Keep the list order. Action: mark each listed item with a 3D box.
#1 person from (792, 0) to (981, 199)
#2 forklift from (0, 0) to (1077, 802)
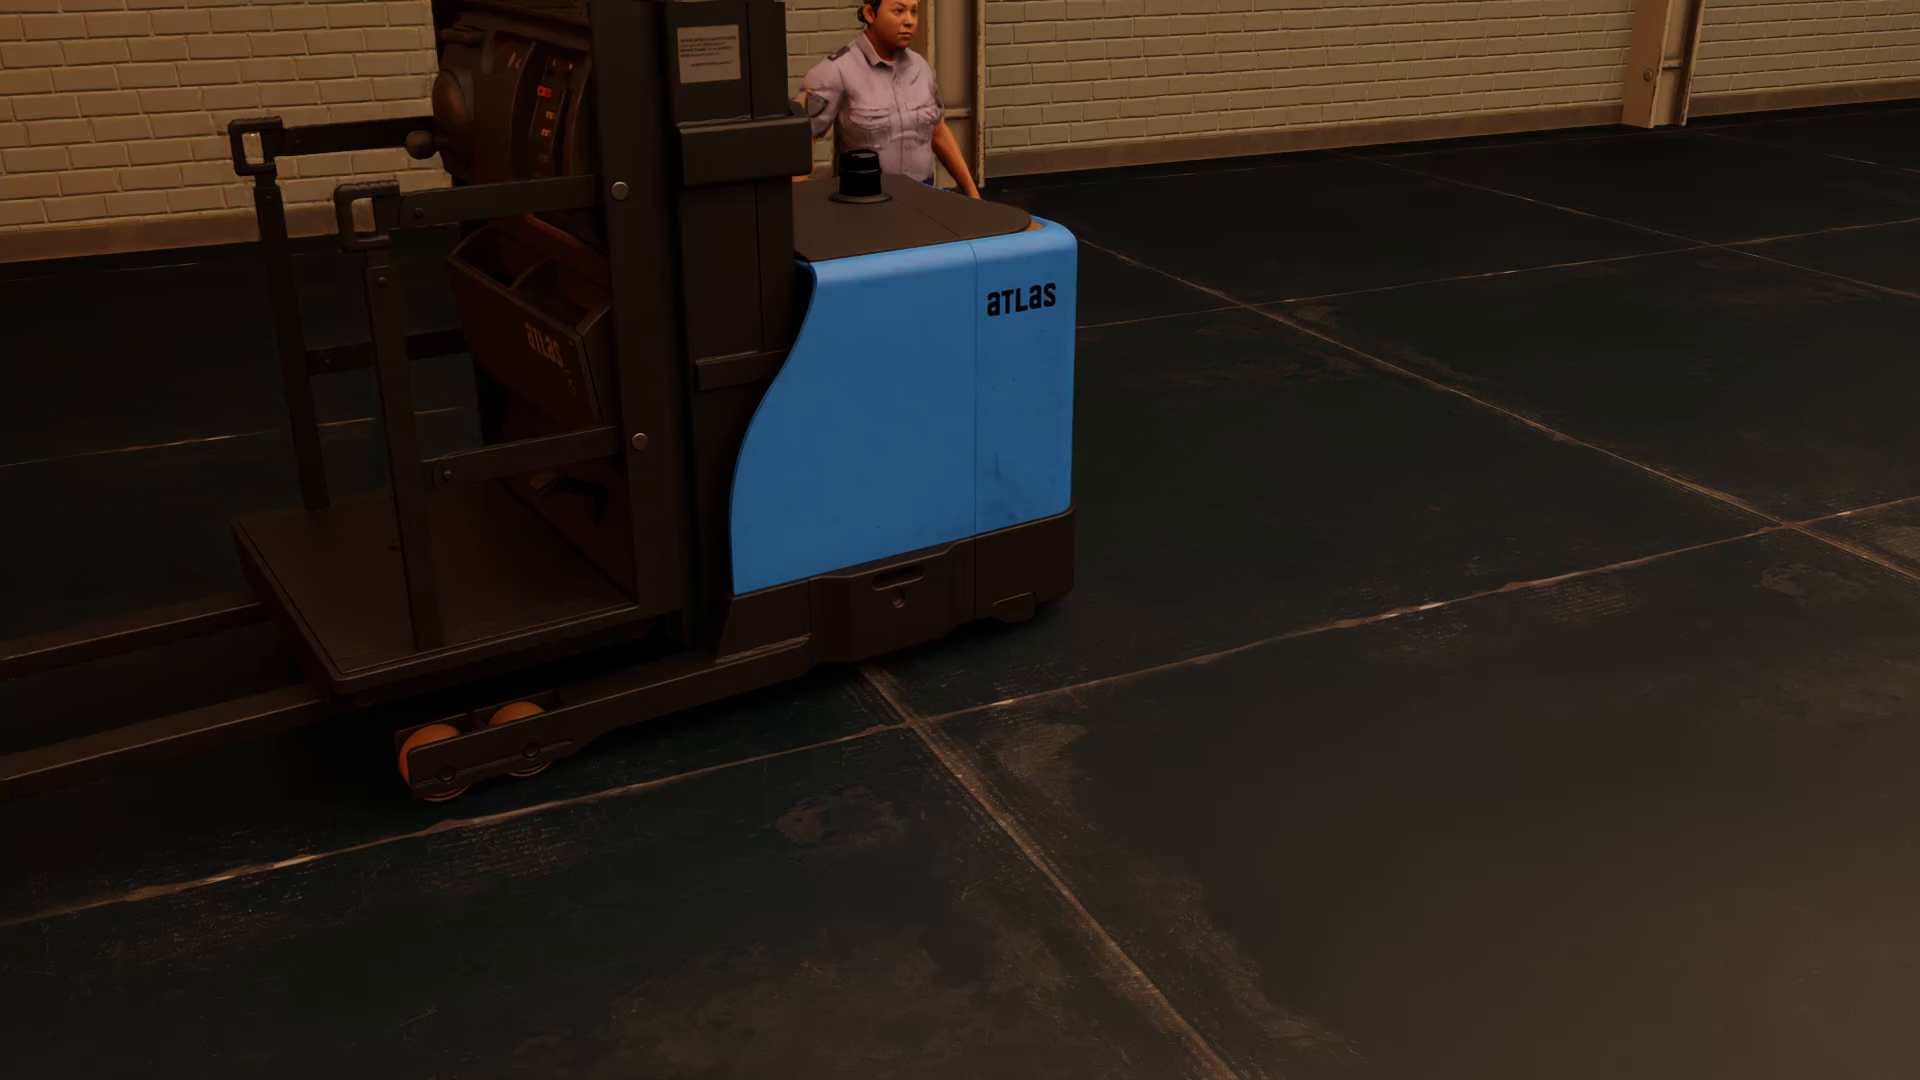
[{"bbox_3d":[-0.217,-1.052,5.547,0.763,1.606,0.444,-17,28,-35],"label":"person"},{"bbox_3d":[-1.199,-1.003,3.699,3.031,2.935,1.130,-14,26,-30],"label":"forklift"}]
